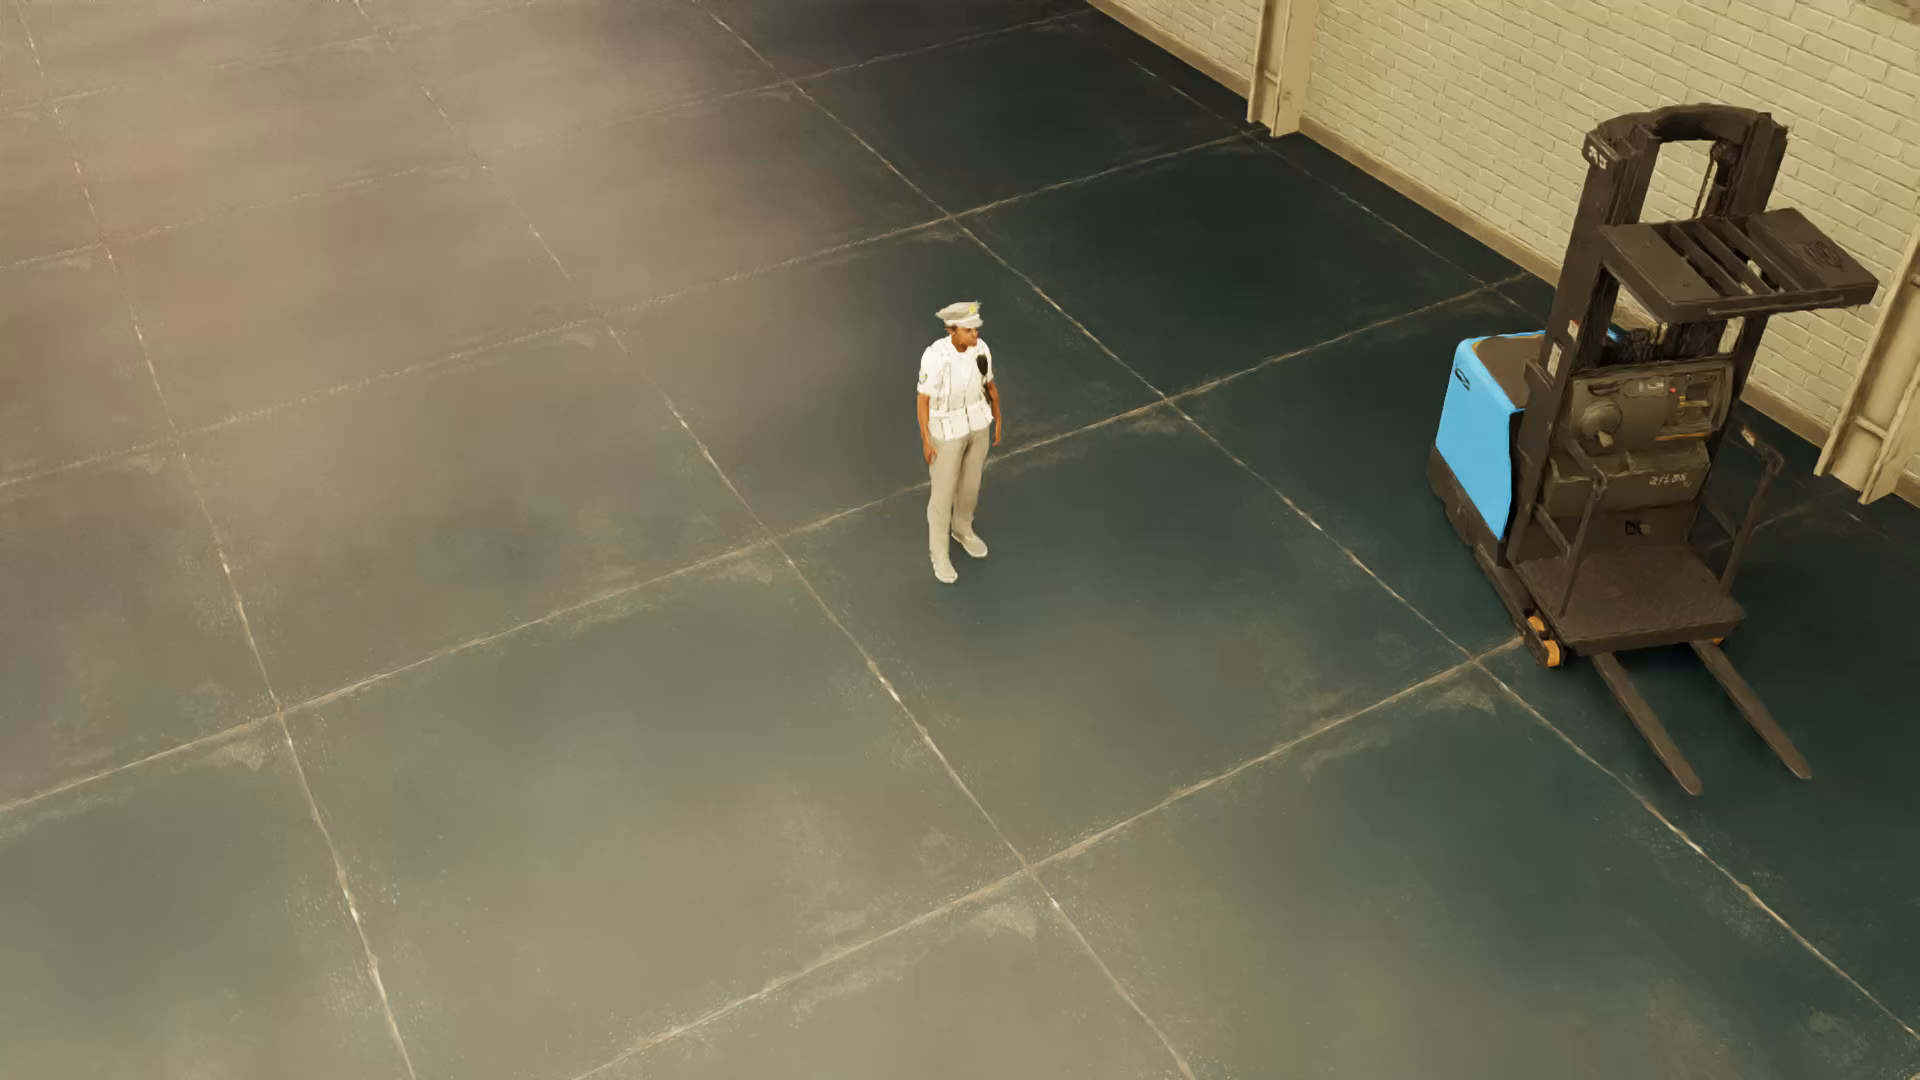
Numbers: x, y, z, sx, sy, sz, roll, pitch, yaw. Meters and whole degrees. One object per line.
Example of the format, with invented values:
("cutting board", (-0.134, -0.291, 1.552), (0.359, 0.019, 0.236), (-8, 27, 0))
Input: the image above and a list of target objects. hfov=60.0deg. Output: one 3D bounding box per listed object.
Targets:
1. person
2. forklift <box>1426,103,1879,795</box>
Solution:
("person", (0.021, -0.610, 9.729), (0.570, 1.695, 0.529), (-20, 44, -23))
("forklift", (3.773, -0.656, 8.827), (1.130, 2.935, 3.031), (-7, 40, -8))
